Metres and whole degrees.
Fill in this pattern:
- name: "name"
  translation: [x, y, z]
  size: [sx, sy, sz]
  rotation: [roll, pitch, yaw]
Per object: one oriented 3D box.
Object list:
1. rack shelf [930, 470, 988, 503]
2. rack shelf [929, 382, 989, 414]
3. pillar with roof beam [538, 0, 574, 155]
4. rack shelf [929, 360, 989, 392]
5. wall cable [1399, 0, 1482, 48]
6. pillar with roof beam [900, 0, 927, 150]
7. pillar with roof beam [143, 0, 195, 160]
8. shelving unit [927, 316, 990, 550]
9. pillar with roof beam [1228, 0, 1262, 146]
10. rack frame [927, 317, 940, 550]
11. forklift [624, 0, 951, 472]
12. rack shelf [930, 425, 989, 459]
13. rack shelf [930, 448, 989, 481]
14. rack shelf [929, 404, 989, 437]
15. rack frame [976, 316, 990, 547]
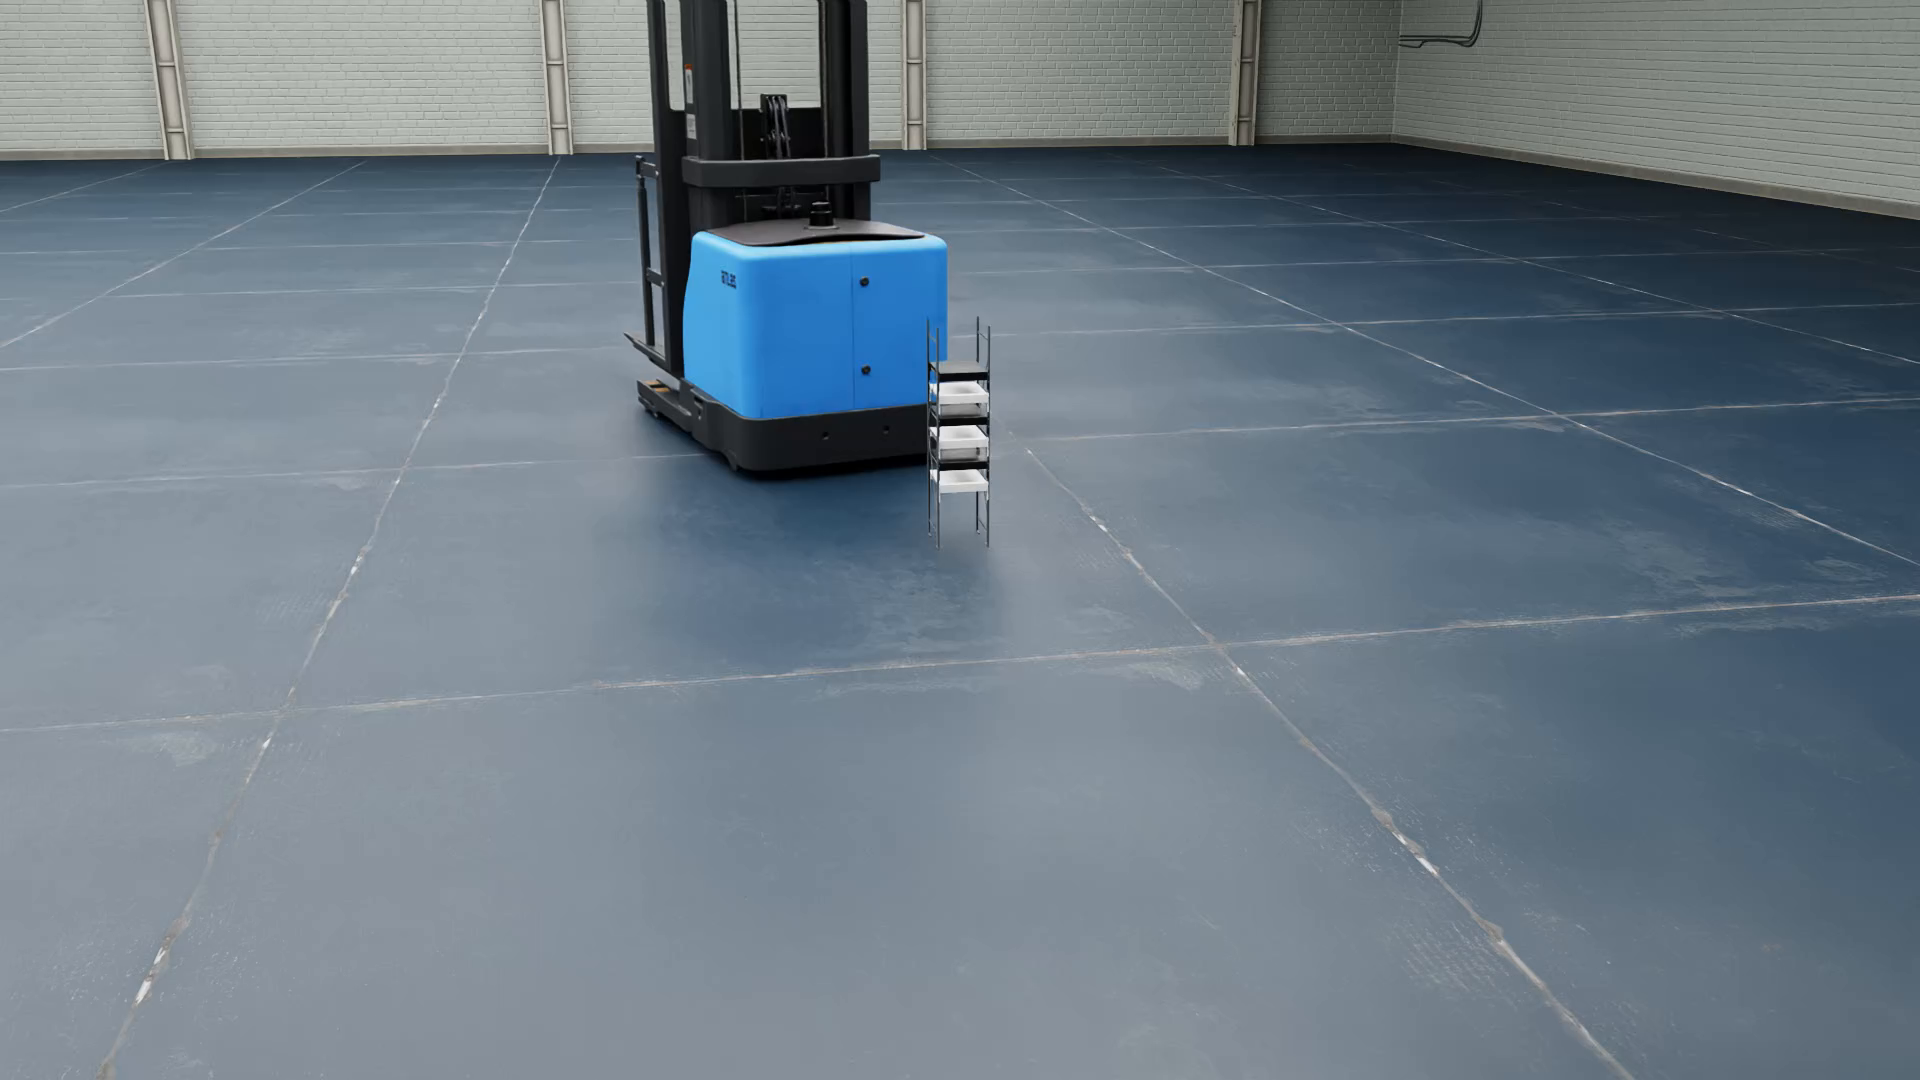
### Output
- name: "rack shelf"
  translation: [-0.008, -0.226, 6.741]
  size: [0.200, 0.077, 0.258]
  rotation: [-3, 17, -10]
- name: "rack shelf"
  translation: [-0.008, -0.570, 6.635]
  size: [0.200, 0.077, 0.258]
  rotation: [-3, 17, -10]
- name: "pillar with roof beam"
  translation: [-5.876, -9.547, 22.567]
  size: [0.400, 9.000, 9.100]
  rotation: [-3, 17, -10]
- name: "rack shelf"
  translation: [-0.008, -0.656, 6.609]
  size: [0.200, 0.077, 0.258]
  rotation: [-3, 17, -10]
- name: "wall cable"
  translation: [8.233, -9.755, 28.533]
  size: [0.112, 2.526, 3.097]
  rotation: [-3, 17, -10]
- name: "pillar with roof beam"
  translation: [0.015, -9.881, 23.655]
  size: [0.400, 9.000, 9.100]
  rotation: [-3, 17, -10]
- name: "pillar with roof beam"
  translation: [-11.767, -9.212, 21.479]
  size: [0.400, 9.000, 9.100]
  rotation: [-3, 17, -10]
- name: "shelving unit"
  translation: [-0.008, -0.430, 6.678]
  size: [0.210, 0.900, 0.258]
  rotation: [-3, 17, -10]
- name: "pillar with roof beam"
  translation: [5.906, -10.215, 24.743]
  size: [0.400, 9.000, 9.100]
  rotation: [-3, 17, -10]
- name: "rack frame"
  translation: [-0.108, -0.424, 6.660]
  size: [0.006, 0.900, 0.240]
  rotation: [-3, 17, -10]
- name: "forklift"
  translation: [-1.120, -2.105, 8.674]
  size: [1.130, 2.935, 3.031]
  rotation: [-8, 19, -24]
- name: "rack shelf"
  translation: [-0.008, -0.398, 6.688]
  size: [0.200, 0.077, 0.258]
  rotation: [-3, 17, -10]
- name: "rack shelf"
  translation: [-0.008, -0.312, 6.714]
  size: [0.200, 0.077, 0.258]
  rotation: [-3, 17, -10]
- name: "rack shelf"
  translation: [-0.008, -0.484, 6.662]
  size: [0.200, 0.077, 0.258]
  rotation: [-3, 17, -10]
- name: "rack frame"
  translation: [0.092, -0.435, 6.697]
  size: [0.006, 0.900, 0.240]
  rotation: [-3, 17, -10]
